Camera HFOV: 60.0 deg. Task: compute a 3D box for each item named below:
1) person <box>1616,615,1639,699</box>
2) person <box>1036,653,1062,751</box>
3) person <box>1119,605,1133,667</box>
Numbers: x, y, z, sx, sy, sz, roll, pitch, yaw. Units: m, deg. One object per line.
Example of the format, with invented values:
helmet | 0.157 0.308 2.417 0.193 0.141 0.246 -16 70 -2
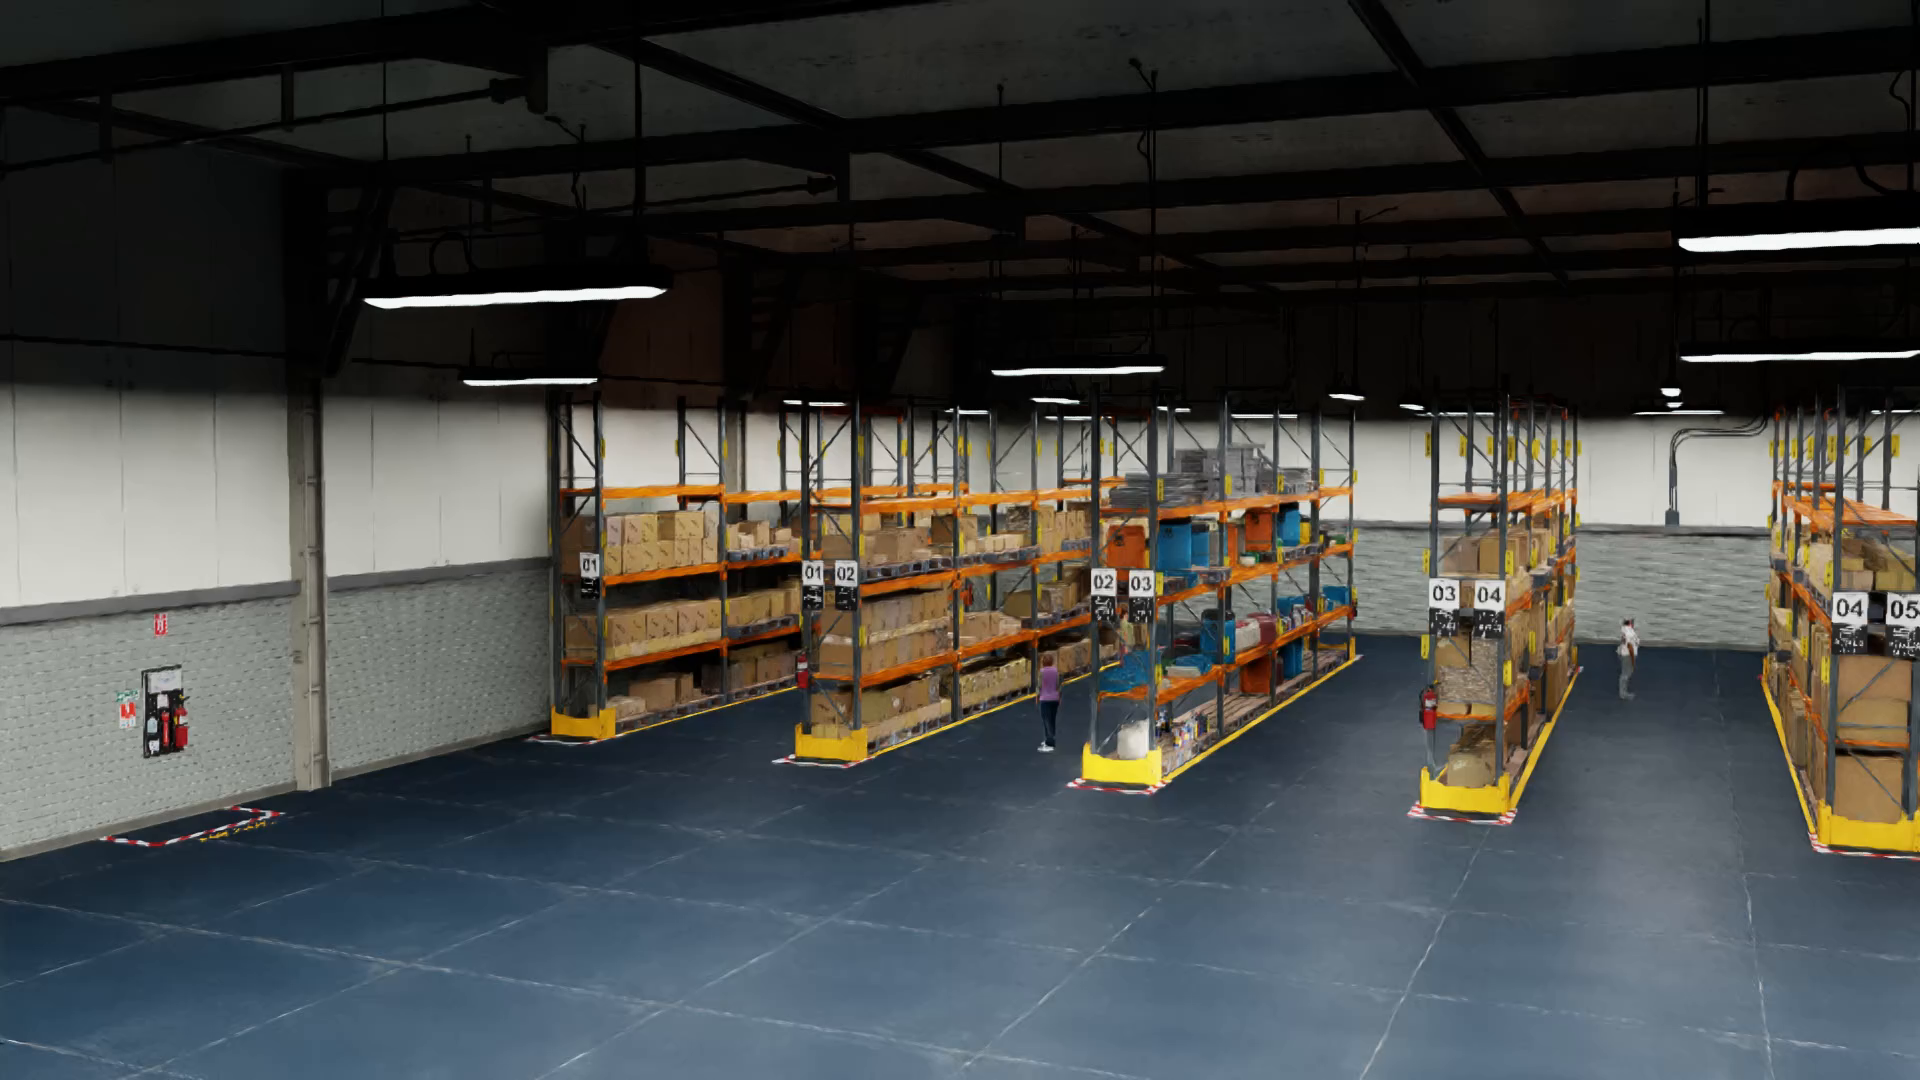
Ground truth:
person | 13.344 2.321 33.245 0.391 1.665 0.614 0 3 7
person | 1.461 2.668 27.582 0.523 1.592 0.527 -2 4 -34
person | 3.516 2.212 35.014 0.390 1.677 0.545 0 3 1
